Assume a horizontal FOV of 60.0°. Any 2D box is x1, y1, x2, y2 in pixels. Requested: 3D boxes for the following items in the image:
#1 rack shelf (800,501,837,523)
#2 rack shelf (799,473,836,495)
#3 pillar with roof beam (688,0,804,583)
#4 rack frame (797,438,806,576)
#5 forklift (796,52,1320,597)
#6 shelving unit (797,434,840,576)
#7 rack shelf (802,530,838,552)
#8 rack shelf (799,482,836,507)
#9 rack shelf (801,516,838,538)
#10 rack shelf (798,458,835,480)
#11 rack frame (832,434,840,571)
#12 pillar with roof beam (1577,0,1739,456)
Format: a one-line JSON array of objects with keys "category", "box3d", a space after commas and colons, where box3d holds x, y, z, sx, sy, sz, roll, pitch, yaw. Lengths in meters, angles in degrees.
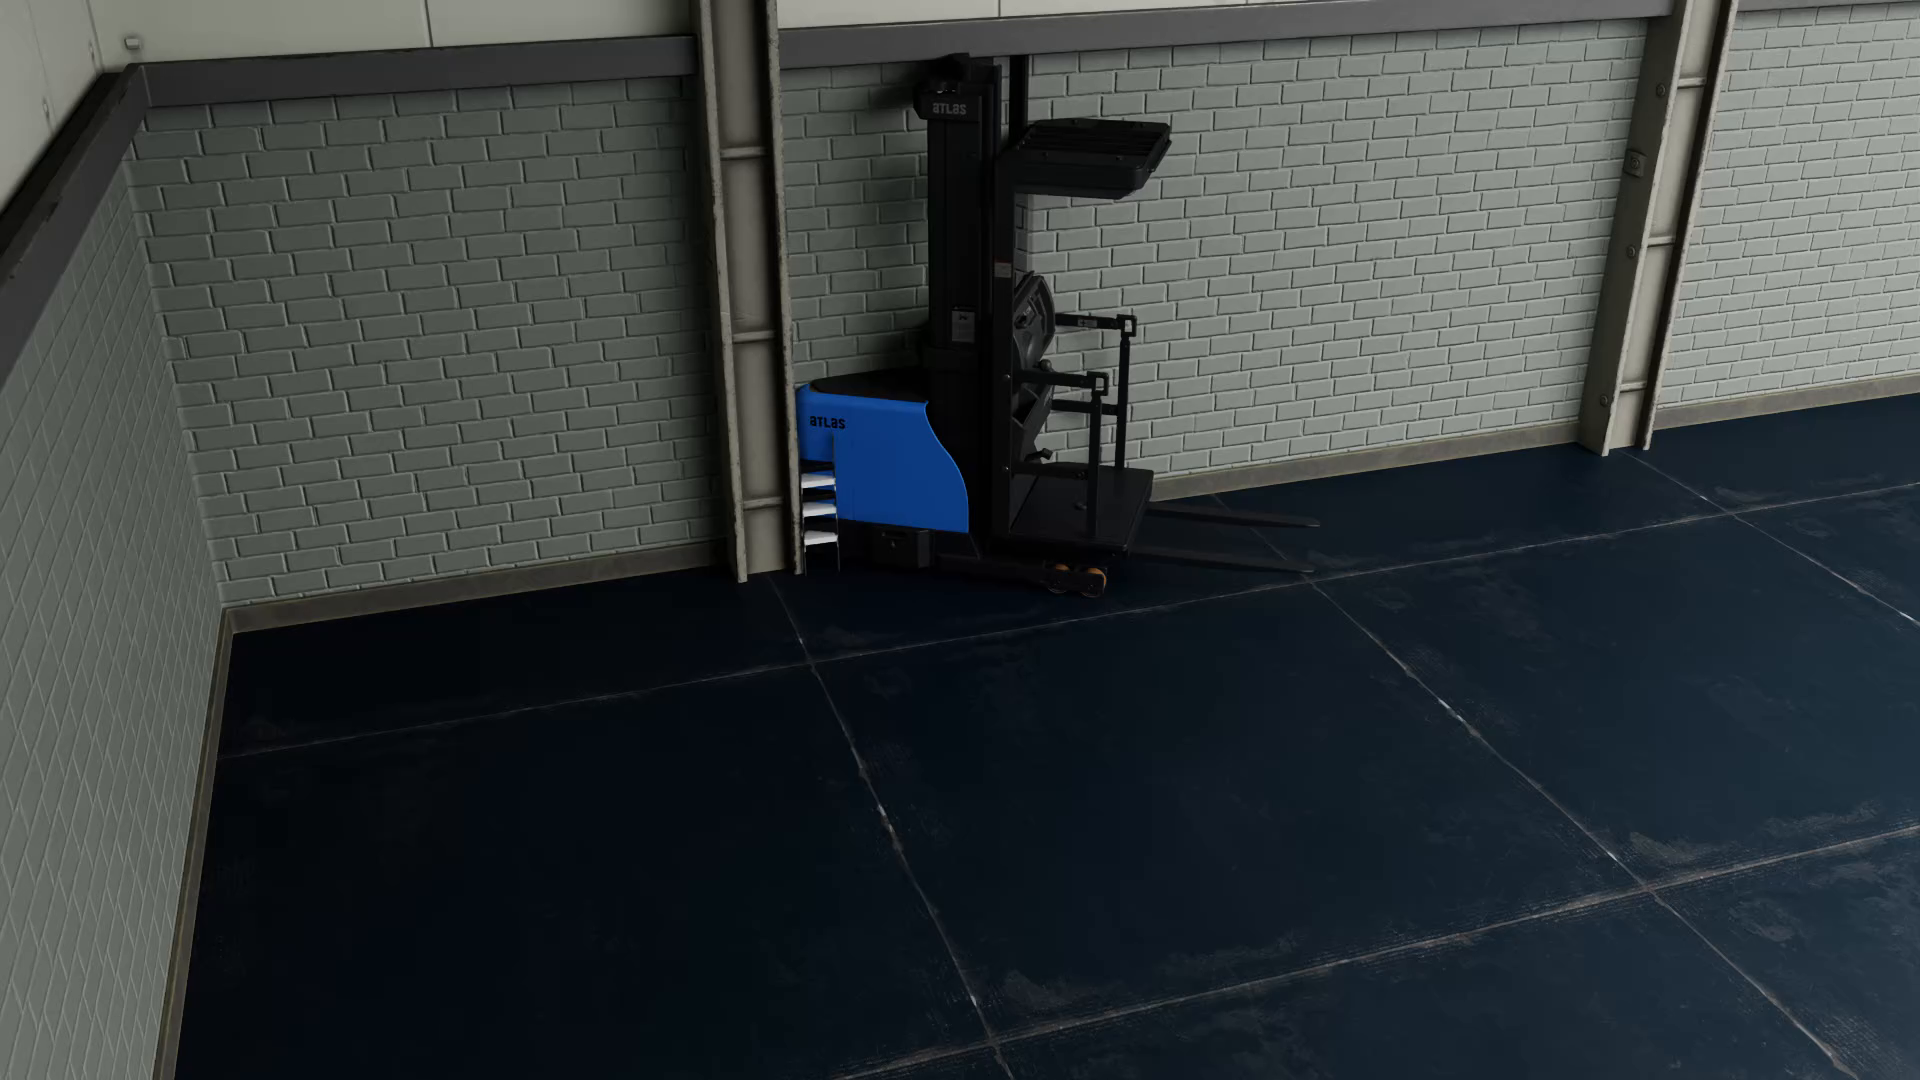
[{"category": "rack shelf", "box3d": [-0.854, -0.191, 9.806, 0.200, 0.077, 0.258, -8, 24, -16]}, {"category": "rack shelf", "box3d": [-0.856, -0.356, 9.734, 0.200, 0.077, 0.258, -8, 24, -16]}, {"category": "pillar with roof beam", "box3d": [0.171, -2.052, 4.263, 0.400, 9.000, 9.100, -8, 28, -16]}, {"category": "rack frame", "box3d": [-0.951, -0.208, 9.765, 0.006, 0.900, 0.240, -8, 24, -16]}, {"category": "forklift", "box3d": [0.611, -1.244, 9.459, 3.031, 2.935, 1.130, 6, 27, 13]}, {"category": "shelving unit", "box3d": [-0.854, -0.221, 9.793, 0.210, 0.900, 0.258, -8, 24, -16]}, {"category": "rack shelf", "box3d": [-0.852, -0.026, 9.878, 0.200, 0.077, 0.258, -8, 24, -16]}, {"category": "rack shelf", "box3d": [-0.855, -0.273, 9.770, 0.200, 0.077, 0.258, -8, 24, -16]}, {"category": "rack shelf", "box3d": [-0.853, -0.108, 9.842, 0.200, 0.077, 0.258, -8, 24, -16]}, {"category": "rack shelf", "box3d": [-0.857, -0.438, 9.698, 0.200, 0.077, 0.258, -8, 24, -16]}, {"category": "rack frame", "box3d": [-0.758, -0.235, 9.821, 0.006, 0.900, 0.240, -8, 24, -16]}, {"category": "pillar with roof beam", "box3d": [5.876, -2.878, 5.928, 0.400, 9.000, 9.100, -8, 28, -16]}]
